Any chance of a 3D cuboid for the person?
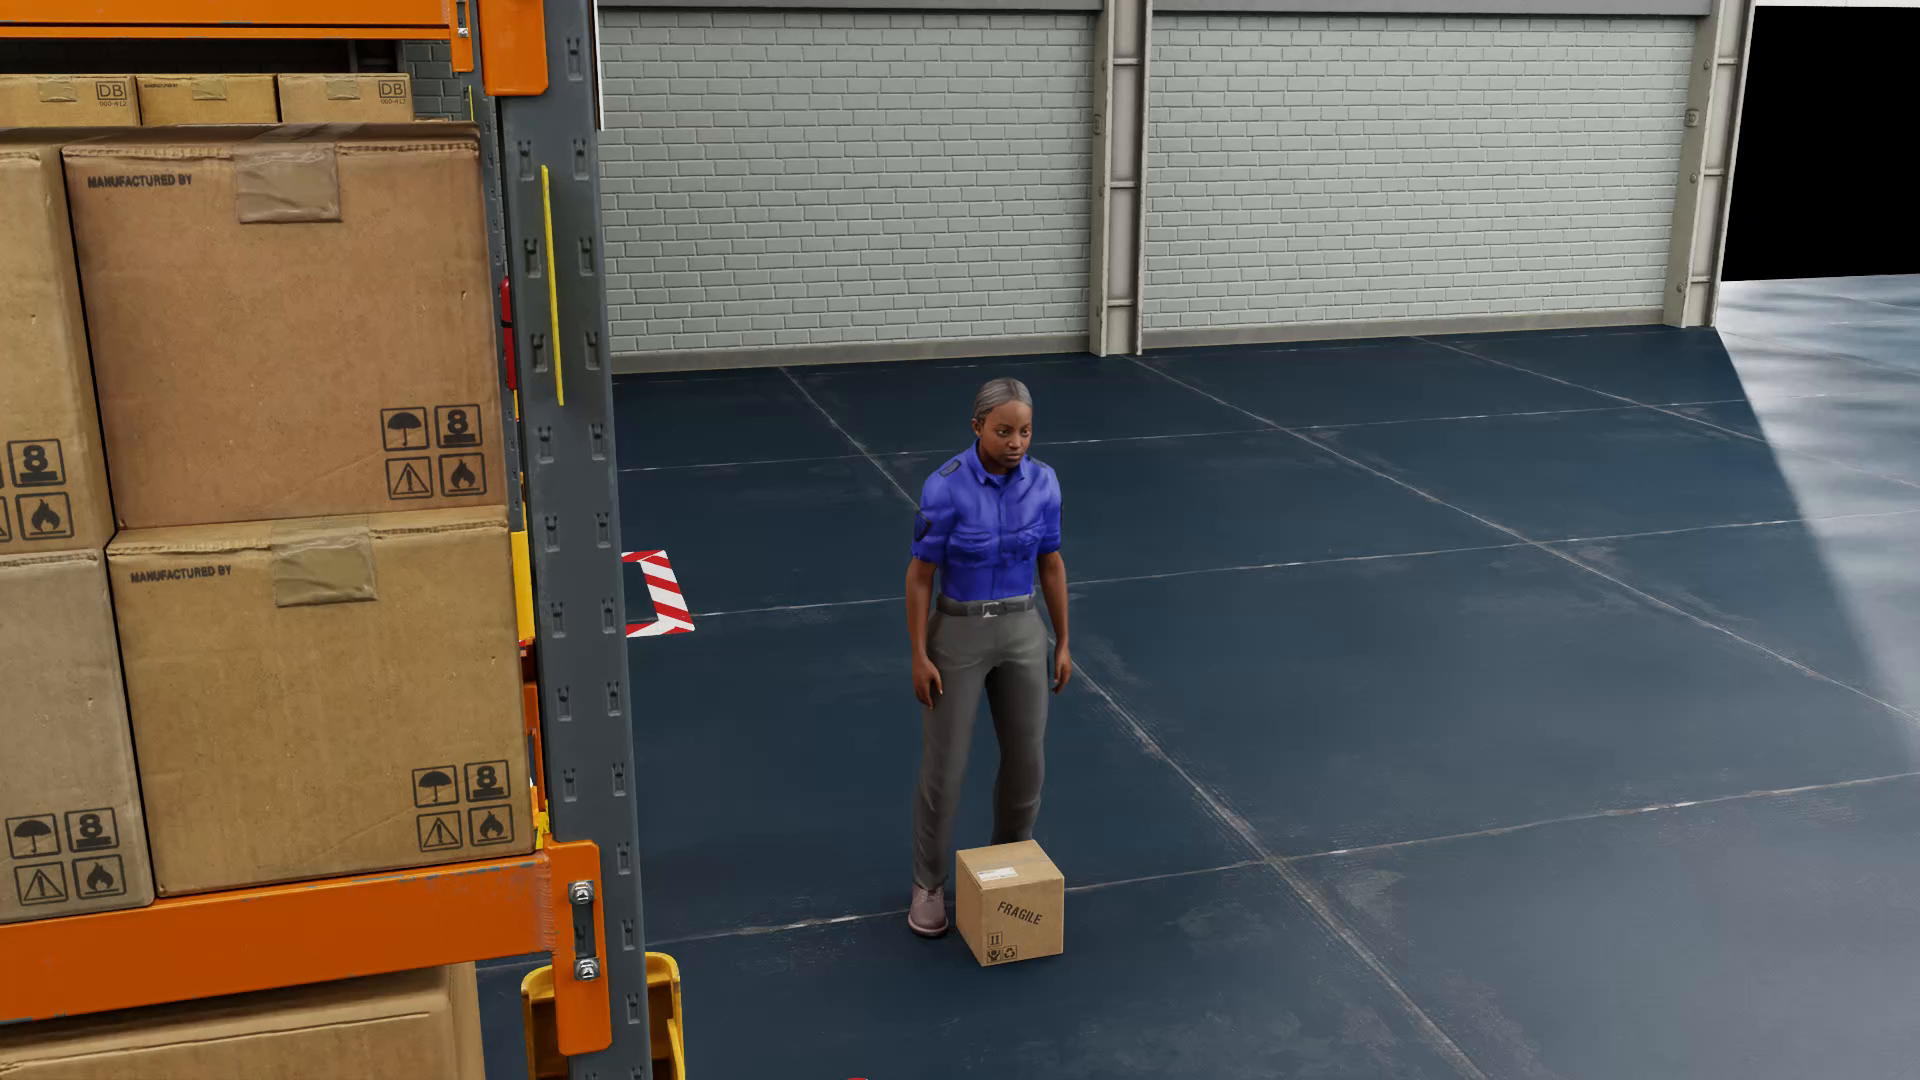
[{"bbox_3d":[0.075,0.328,4.905,0.529,1.656,0.346,-5,17,-18],"label":"person"}]
